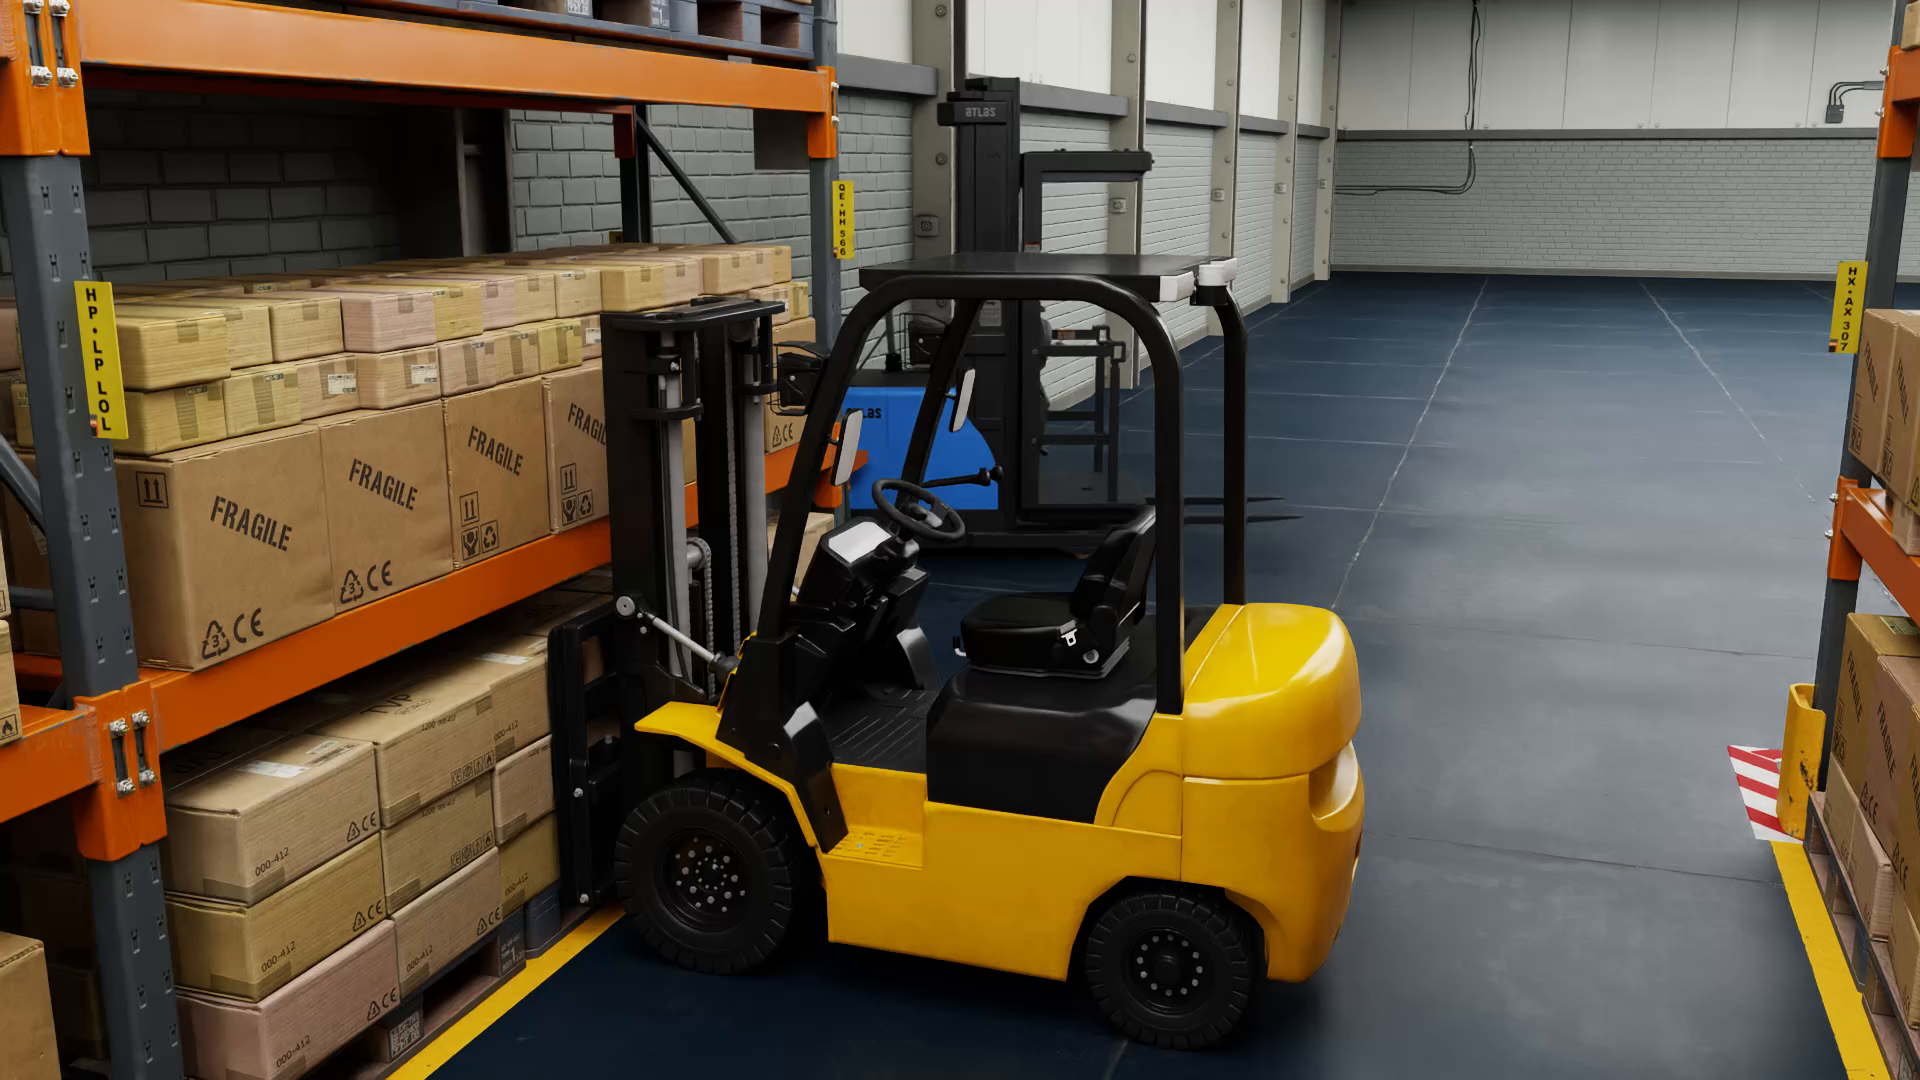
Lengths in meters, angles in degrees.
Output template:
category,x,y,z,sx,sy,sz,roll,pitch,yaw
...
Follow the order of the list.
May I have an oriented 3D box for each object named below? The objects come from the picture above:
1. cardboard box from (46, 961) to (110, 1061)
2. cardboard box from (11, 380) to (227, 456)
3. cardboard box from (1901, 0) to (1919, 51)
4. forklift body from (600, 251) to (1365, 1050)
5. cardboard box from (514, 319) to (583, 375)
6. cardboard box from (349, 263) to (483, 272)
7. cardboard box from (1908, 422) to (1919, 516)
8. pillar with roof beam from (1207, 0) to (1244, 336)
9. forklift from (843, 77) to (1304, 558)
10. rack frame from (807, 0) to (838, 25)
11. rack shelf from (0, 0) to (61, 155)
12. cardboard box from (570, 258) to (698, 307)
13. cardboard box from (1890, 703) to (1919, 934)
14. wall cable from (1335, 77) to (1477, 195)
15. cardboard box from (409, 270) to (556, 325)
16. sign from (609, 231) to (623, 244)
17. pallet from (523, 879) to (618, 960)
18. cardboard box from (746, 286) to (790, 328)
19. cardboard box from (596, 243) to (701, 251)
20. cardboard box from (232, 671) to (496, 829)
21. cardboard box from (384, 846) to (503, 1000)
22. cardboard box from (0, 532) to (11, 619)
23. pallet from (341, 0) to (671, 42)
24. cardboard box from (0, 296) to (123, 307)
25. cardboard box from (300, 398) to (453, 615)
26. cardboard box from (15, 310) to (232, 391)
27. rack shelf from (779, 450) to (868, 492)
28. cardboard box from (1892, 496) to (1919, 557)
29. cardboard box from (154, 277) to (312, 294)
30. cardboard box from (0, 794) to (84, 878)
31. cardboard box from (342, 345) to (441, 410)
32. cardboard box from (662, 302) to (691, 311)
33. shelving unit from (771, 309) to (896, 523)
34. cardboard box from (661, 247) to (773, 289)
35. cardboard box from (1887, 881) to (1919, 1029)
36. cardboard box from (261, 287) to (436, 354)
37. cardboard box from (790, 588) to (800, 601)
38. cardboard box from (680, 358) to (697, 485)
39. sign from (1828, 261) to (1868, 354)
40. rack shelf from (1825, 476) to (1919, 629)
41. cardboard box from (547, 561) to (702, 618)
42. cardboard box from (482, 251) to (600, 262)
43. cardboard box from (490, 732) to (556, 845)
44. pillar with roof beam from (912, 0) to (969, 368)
category,x,y,z,sx,sy,sz,roll,pitch,yaw
cardboard box,-2.337,1.135,4.508,0.500,0.250,0.500,5,14,19
cardboard box,-1.951,-0.297,3.865,0.380,0.149,0.250,4,13,18
cardboard box,3.275,-1.663,5.355,0.380,0.149,0.250,4,14,18
forklift body,0.104,0.219,5.197,2.313,2.155,1.214,4,14,18
cardboard box,-1.432,-0.621,5.285,0.380,0.149,0.250,4,13,17
cardboard box,-1.847,-0.857,5.650,0.380,0.149,0.250,4,14,19
cardboard box,2.945,-0.267,4.522,0.500,0.500,0.500,4,13,17
pillar with roof beam,7.811,-7.049,21.648,9.100,9.000,0.400,4,14,18
forklift,0.687,-1.433,10.678,3.031,2.935,1.130,0,13,-1
rack frame,-1.009,-3.651,6.760,1.000,3.000,0.127,4,14,18
rack shelf,-2.950,-0.574,1.638,1.077,0.370,4.000,4,14,18
cardboard box,-1.165,-0.924,5.945,0.380,0.149,0.250,5,14,20
cardboard box,2.824,0.771,4.418,0.500,0.500,0.500,5,14,19
wall cable,9.824,-8.897,36.722,3.097,2.526,0.112,4,14,18
cardboard box,-1.513,-0.770,5.270,0.380,0.149,0.250,4,14,19
sign,-1.532,-1.228,7.503,0.100,0.325,0.005,4,14,18
pallet,-1.613,1.054,5.897,1.003,0.211,1.213,4,14,18
cardboard box,-0.910,-0.942,6.690,0.380,0.149,0.250,5,14,19
cardboard box,-1.319,-1.181,7.068,0.380,0.149,0.250,4,13,17
cardboard box,-1.674,0.578,4.701,0.500,0.250,0.500,4,14,18
cardboard box,-1.683,1.066,4.812,0.500,0.250,0.500,4,13,17
cardboard box,-2.220,0.068,3.165,0.500,0.250,0.500,4,13,17
pallet,-1.655,-1.740,5.330,1.003,0.211,1.213,4,14,18
cardboard box,-2.365,-0.532,4.229,0.380,0.149,0.250,4,13,17
cardboard box,-1.759,-0.118,4.539,0.500,0.500,0.500,5,14,19
cardboard box,-1.919,-0.439,3.821,0.380,0.149,0.250,5,14,20
rack shelf,-0.768,-0.525,10.557,0.538,0.185,1.000,1,17,18
cardboard box,3.027,-0.036,4.969,0.380,0.149,0.250,5,14,19
cardboard box,-2.167,-0.700,4.961,0.380,0.149,0.250,4,13,17
cardboard box,-2.327,0.647,4.400,0.500,0.250,0.500,5,14,20
cardboard box,-1.661,-0.455,4.558,0.380,0.149,0.250,5,14,20
cardboard box,-1.185,-0.780,5.984,0.380,0.149,0.250,4,13,17
shelving unit,-0.784,-0.695,10.500,0.587,1.500,1.083,1,17,18
cardboard box,-0.976,-1.091,6.676,0.380,0.149,0.250,4,14,18
cardboard box,2.830,1.139,4.491,0.500,0.250,0.500,5,14,22
cardboard box,-1.665,-0.602,4.534,0.380,0.149,0.250,5,14,20
cardboard box,-0.870,0.291,7.083,0.500,0.250,0.500,4,14,18
cardboard box,-1.262,-0.436,5.931,0.500,0.500,0.500,4,13,17
sign,3.176,-0.830,5.939,0.100,0.325,0.005,4,14,18
rack shelf,3.042,0.403,4.100,1.077,0.370,4.000,4,14,18
cardboard box,-1.176,0.257,6.110,0.500,0.250,0.500,5,14,19
cardboard box,-1.602,-1.020,6.366,0.380,0.149,0.250,4,14,19
cardboard box,-1.520,0.718,5.215,0.500,0.250,0.500,4,14,18
pillar with roof beam,3.928,-4.522,10.578,9.100,9.000,0.400,4,14,18
